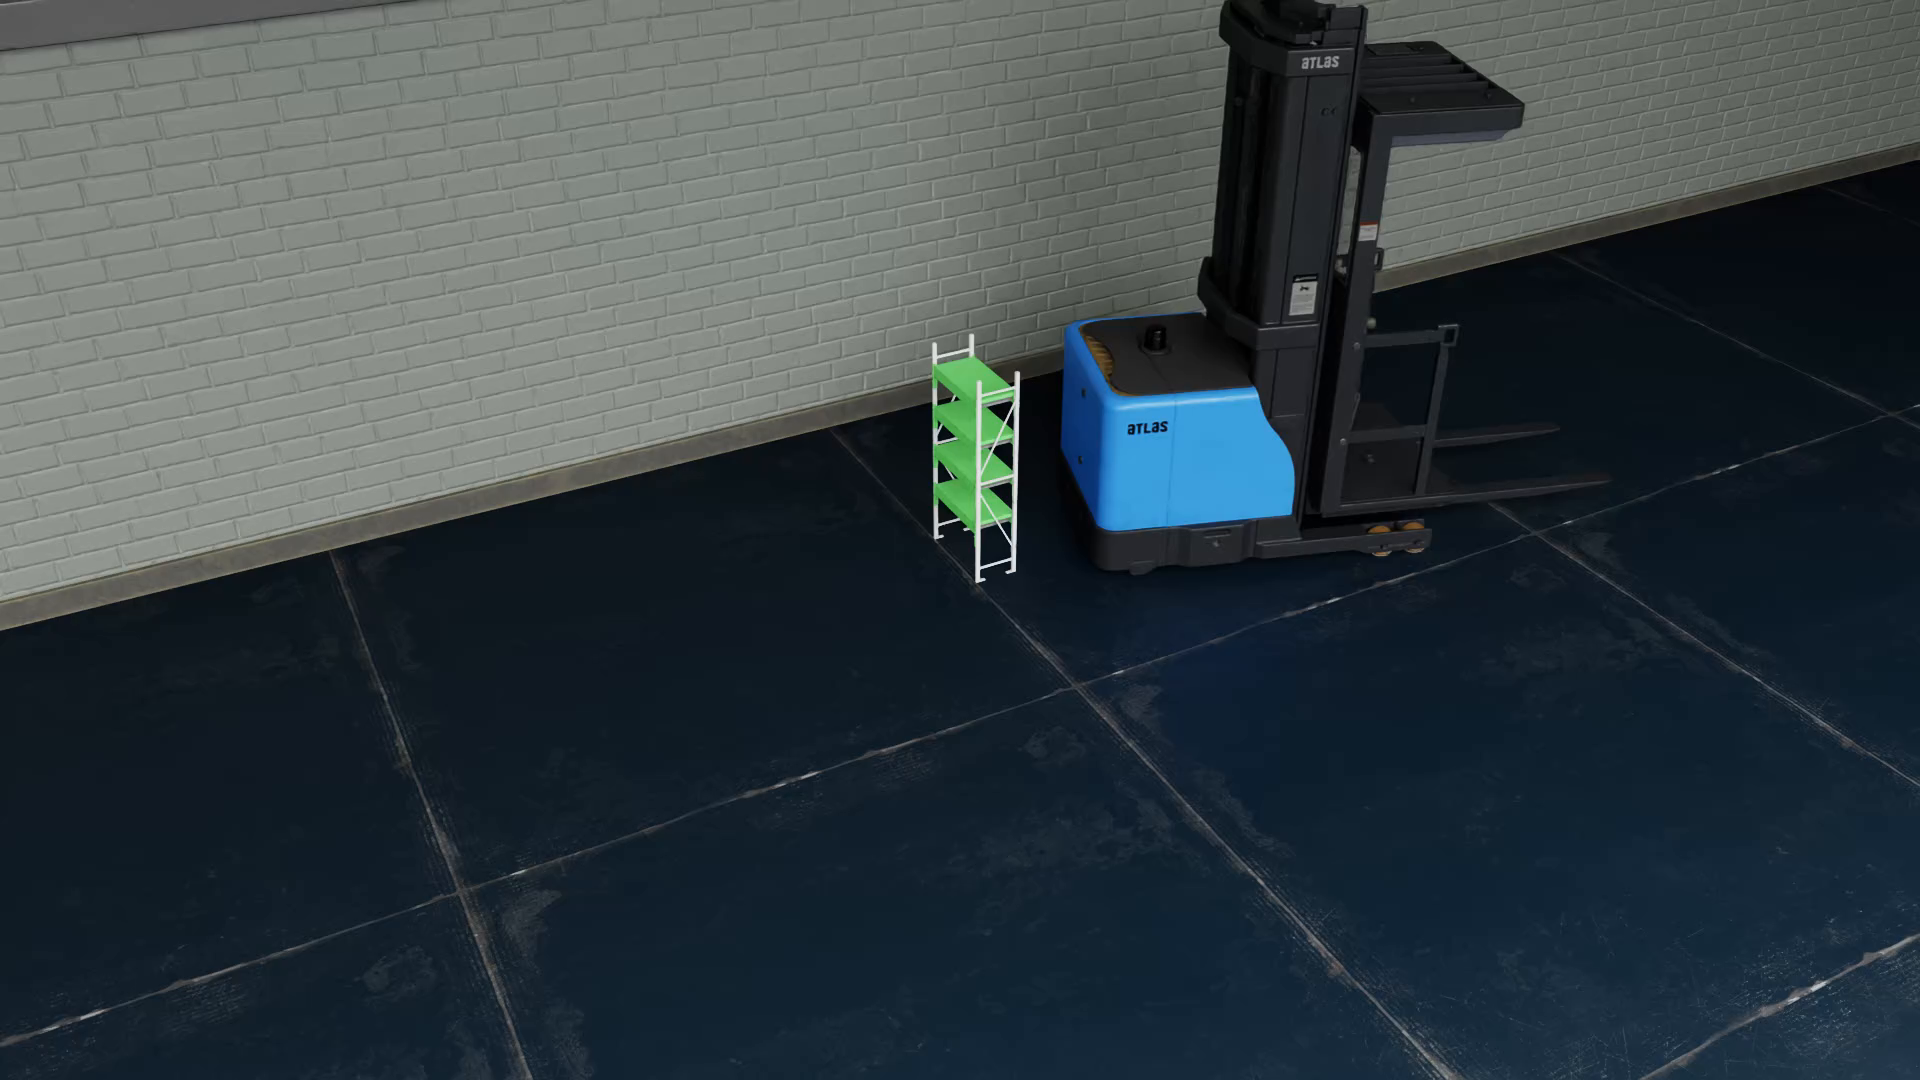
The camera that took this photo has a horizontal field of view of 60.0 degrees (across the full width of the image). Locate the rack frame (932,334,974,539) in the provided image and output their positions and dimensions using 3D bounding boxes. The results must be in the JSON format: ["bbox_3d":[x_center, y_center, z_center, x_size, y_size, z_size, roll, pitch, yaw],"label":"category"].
[{"bbox_3d":[-0.037,-0.543,8.985,0.240,1.200,0.015,-16,36,-23],"label":"rack frame"}]

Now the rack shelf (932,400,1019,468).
[{"bbox_3d":[0.077,-0.574,8.708,0.258,0.148,0.480,-16,36,-23],"label":"rack shelf"}]

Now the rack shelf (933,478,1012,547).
[{"bbox_3d":[0.077,-0.170,8.967,0.258,0.148,0.480,-16,36,-23],"label":"rack shelf"}]

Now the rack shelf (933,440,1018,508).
[{"bbox_3d":[0.077,-0.372,8.837,0.258,0.148,0.480,-16,36,-23],"label":"rack shelf"}]

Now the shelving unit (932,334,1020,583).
[{"bbox_3d":[0.077,-0.426,8.803,0.258,1.200,0.503,-16,36,-23],"label":"shelving unit"}]

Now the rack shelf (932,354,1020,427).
[{"bbox_3d":[0.077,-0.777,8.579,0.258,0.148,0.480,-16,36,-23],"label":"rack shelf"}]

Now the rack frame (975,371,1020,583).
[{"bbox_3d":[0.191,-0.310,8.621,0.240,1.200,0.015,-16,36,-23],"label":"rack frame"}]

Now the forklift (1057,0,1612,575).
[{"bbox_3d":[2.128,-1.420,8.750,3.031,2.935,1.130,-5,33,-8],"label":"forklift"}]
